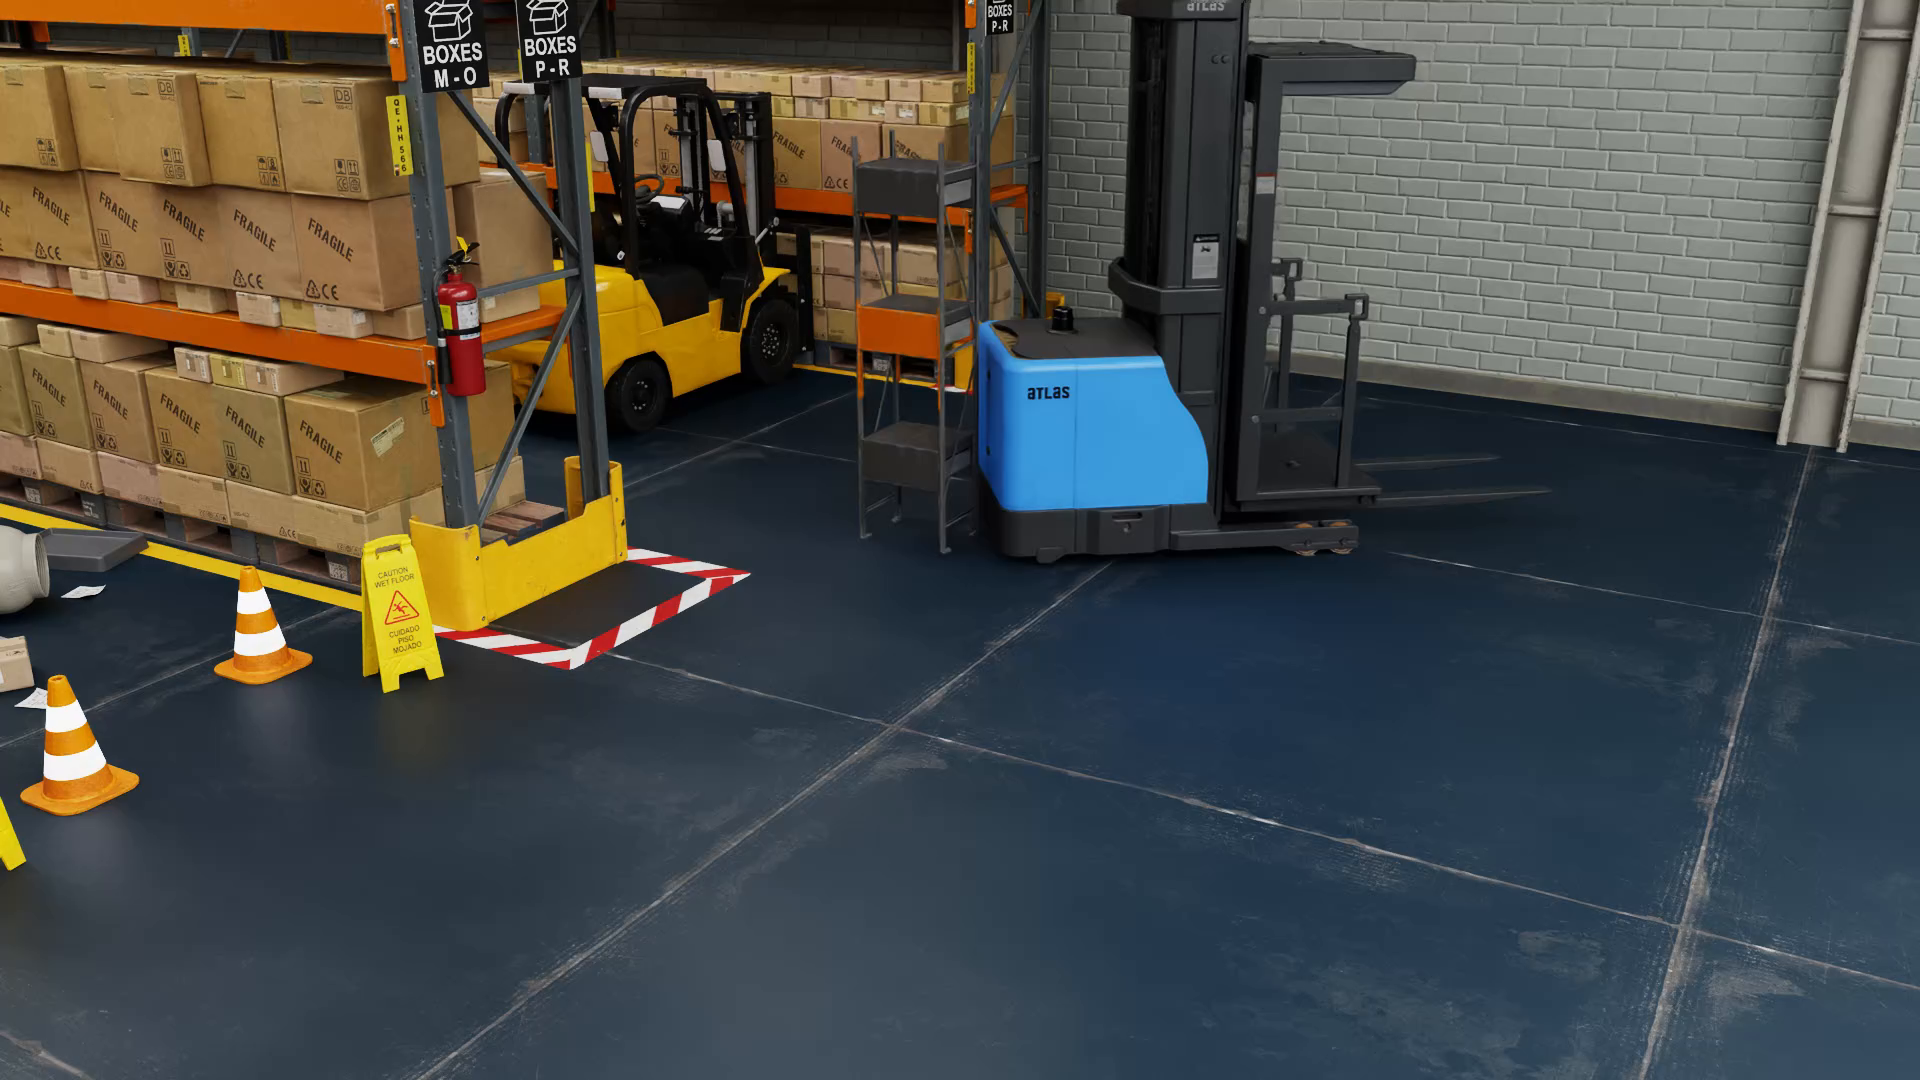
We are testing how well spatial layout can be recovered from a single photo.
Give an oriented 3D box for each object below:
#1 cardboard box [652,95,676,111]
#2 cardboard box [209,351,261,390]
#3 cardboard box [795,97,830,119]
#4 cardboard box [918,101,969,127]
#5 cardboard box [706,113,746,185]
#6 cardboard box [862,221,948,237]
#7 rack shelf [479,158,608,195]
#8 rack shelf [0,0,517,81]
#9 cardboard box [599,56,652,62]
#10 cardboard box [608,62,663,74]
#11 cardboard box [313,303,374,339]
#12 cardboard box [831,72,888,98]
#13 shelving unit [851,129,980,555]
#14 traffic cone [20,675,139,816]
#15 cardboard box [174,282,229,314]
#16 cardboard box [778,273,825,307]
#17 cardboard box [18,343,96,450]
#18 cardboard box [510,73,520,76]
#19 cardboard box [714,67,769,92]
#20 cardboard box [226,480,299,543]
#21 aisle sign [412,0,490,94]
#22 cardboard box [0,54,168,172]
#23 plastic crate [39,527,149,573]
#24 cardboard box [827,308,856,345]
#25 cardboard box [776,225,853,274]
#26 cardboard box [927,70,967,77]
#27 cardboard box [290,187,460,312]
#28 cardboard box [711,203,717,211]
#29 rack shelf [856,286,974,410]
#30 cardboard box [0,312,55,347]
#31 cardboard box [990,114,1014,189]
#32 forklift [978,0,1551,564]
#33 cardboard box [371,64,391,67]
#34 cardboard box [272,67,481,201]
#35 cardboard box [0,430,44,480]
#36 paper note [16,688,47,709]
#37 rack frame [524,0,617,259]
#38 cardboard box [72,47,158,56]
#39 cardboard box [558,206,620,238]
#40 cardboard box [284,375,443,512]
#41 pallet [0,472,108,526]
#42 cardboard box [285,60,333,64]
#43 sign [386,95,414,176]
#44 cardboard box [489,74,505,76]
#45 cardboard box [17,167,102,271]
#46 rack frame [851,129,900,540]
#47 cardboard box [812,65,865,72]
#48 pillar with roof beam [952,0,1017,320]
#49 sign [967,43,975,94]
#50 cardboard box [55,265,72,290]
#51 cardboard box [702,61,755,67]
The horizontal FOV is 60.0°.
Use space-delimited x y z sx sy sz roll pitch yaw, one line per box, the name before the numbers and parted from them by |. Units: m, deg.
cardboard box | -2.114 -3.347 12.595 0.250 0.149 0.380 11 22 27
cardboard box | -3.463 -0.869 8.228 0.250 0.149 0.380 11 23 28
cardboard box | -0.988 -3.142 12.030 0.250 0.149 0.380 10 22 26
cardboard box | -0.087 -2.972 11.561 0.250 0.149 0.380 11 23 28
cardboard box | -1.545 -2.951 12.455 0.500 0.500 0.500 11 23 28
cardboard box | -0.413 -2.239 12.589 0.500 0.250 0.500 11 23 27
rack shelf | -4.886 -3.305 14.634 4.000 0.370 1.077 11 23 27
rack shelf | -3.811 -2.572 8.213 4.000 0.370 1.077 11 23 27
cardboard box | -2.713 -3.840 13.517 0.250 0.149 0.380 11 23 27
cardboard box | -2.507 -3.605 12.871 0.250 0.149 0.380 10 22 26
cardboard box | -2.771 -1.057 7.749 0.250 0.149 0.380 10 22 27
cardboard box | -0.716 -3.265 11.933 0.250 0.149 0.380 11 23 28
shelving unit | -0.217 -1.010 8.570 0.503 2.100 0.431 10 22 27
traffic cone | -3.314 0.725 6.189 0.334 0.463 0.336 11 23 27
cardboard box | -3.647 -1.240 8.252 0.250 0.149 0.380 11 22 27
cardboard box | -1.118 -1.940 12.497 0.500 0.250 0.500 10 22 26
cardboard box | -4.701 -0.826 9.060 0.500 0.500 0.500 12 23 29
cardboard box | -3.550 -3.845 13.970 0.250 0.149 0.380 10 22 26
cardboard box | -1.616 -3.435 12.401 0.250 0.149 0.380 11 23 28
cardboard box | -3.350 -0.215 8.476 0.500 0.250 0.500 11 23 27
aisle sign | -2.152 -2.293 6.975 0.004 0.787 0.394 11 23 27
cardboard box | -4.418 -2.169 8.396 0.500 0.500 0.700 10 22 26
plastic crate | -4.586 0.045 8.624 0.583 0.080 0.402 3 20 9
cardboard box | -0.641 -1.620 12.349 0.500 0.250 0.500 11 23 27
cardboard box | -1.096 -2.168 12.394 0.500 0.250 0.500 11 23 28
cardboard box | -0.038 -3.320 12.084 0.250 0.149 0.380 12 23 29
cardboard box | -2.673 -1.363 7.640 0.500 0.500 0.500 10 22 26
cardboard box | -2.166 -2.582 13.534 0.500 0.250 0.500 10 22 27
rack shelf | -0.217 -0.997 8.575 0.480 0.518 0.431 10 22 27
cardboard box | -5.094 -1.178 9.079 0.250 0.149 0.380 11 23 28
cardboard box | 0.055 -2.858 12.198 0.500 0.500 0.500 12 23 29
forklift | 1.634 -1.470 8.619 3.031 2.935 1.130 -3 20 -8
cardboard box | -5.073 -4.159 14.835 0.250 0.149 0.380 10 22 26
cardboard box | -2.617 -1.844 7.501 0.500 0.500 0.700 10 22 26
cardboard box | -5.174 -0.559 9.424 0.500 0.250 0.500 10 22 25
paper note | -3.861 0.664 6.991 0.142 0.019 0.148 3 20 9
rack frame | -3.140 -3.311 13.594 0.127 3.000 1.000 11 23 27
cardboard box | -8.147 -4.439 15.935 0.637 0.503 0.797 10 22 26
cardboard box | -2.870 -2.512 13.341 0.500 0.250 0.500 10 22 26
cardboard box | -2.892 -0.480 8.107 0.500 0.500 0.500 11 23 28
pallet | -4.953 -0.421 9.715 1.213 0.211 1.003 11 23 27
cardboard box | -5.966 -4.324 15.289 0.250 0.149 0.380 11 23 29
sign | -2.353 -1.698 6.987 0.005 0.325 0.100 11 23 27
cardboard box | -3.968 -3.748 13.699 0.250 0.149 0.380 11 23 27
cardboard box | -4.427 -1.699 8.568 0.500 0.500 0.500 11 22 27
rack frame | -0.431 -1.050 8.680 0.015 2.100 0.400 10 22 27
cardboard box | -0.918 -3.505 12.595 0.250 0.149 0.380 10 22 26
pillar with roof beam | -1.915 -4.568 8.263 0.400 9.000 9.100 11 23 27
sign | 0.076 -3.142 11.083 0.005 0.325 0.100 11 23 27
cardboard box | -4.499 -1.419 8.745 0.250 0.149 0.380 11 23 27
cardboard box | -1.811 -3.673 13.059 0.250 0.149 0.380 10 22 26
